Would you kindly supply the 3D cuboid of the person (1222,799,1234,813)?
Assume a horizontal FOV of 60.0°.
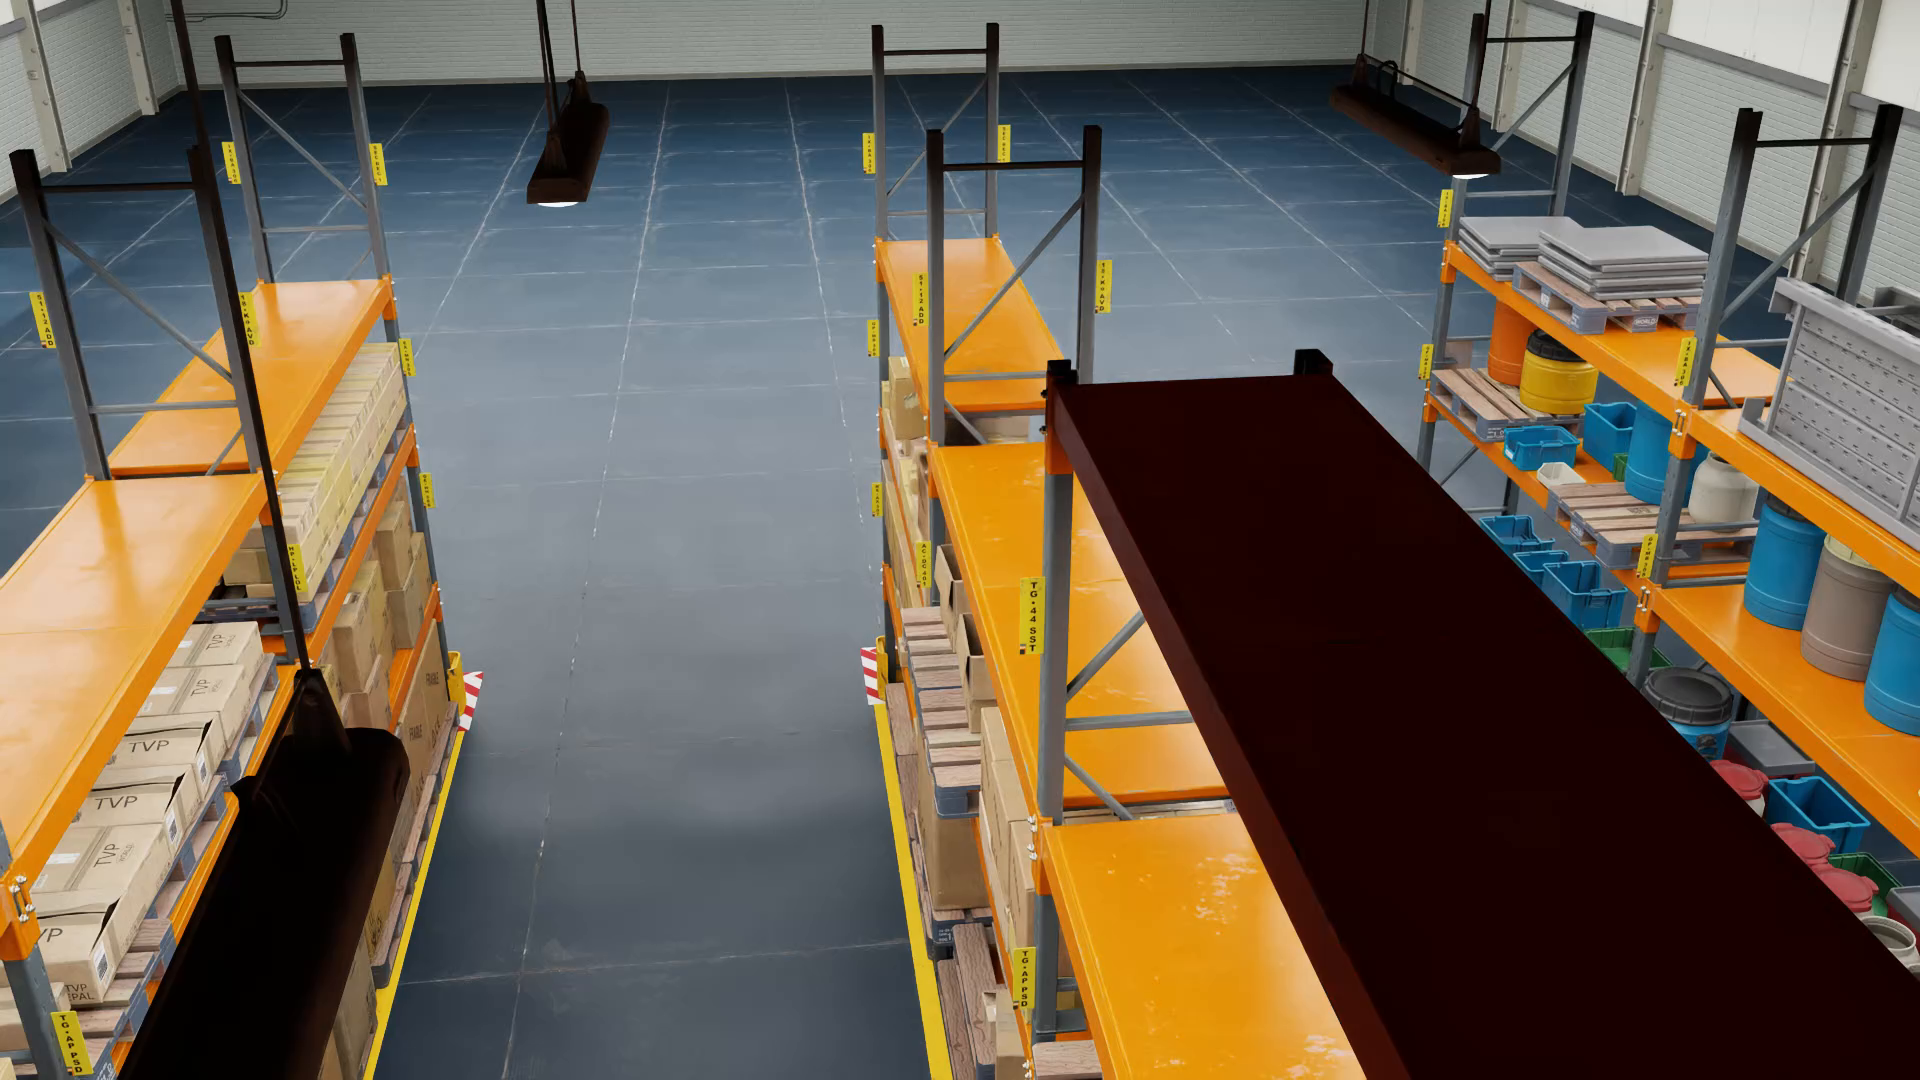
[{"bbox_3d":[1.784,2.049,12.166,0.469,1.763,0.596,-12,28,-24],"label":"person"}]
